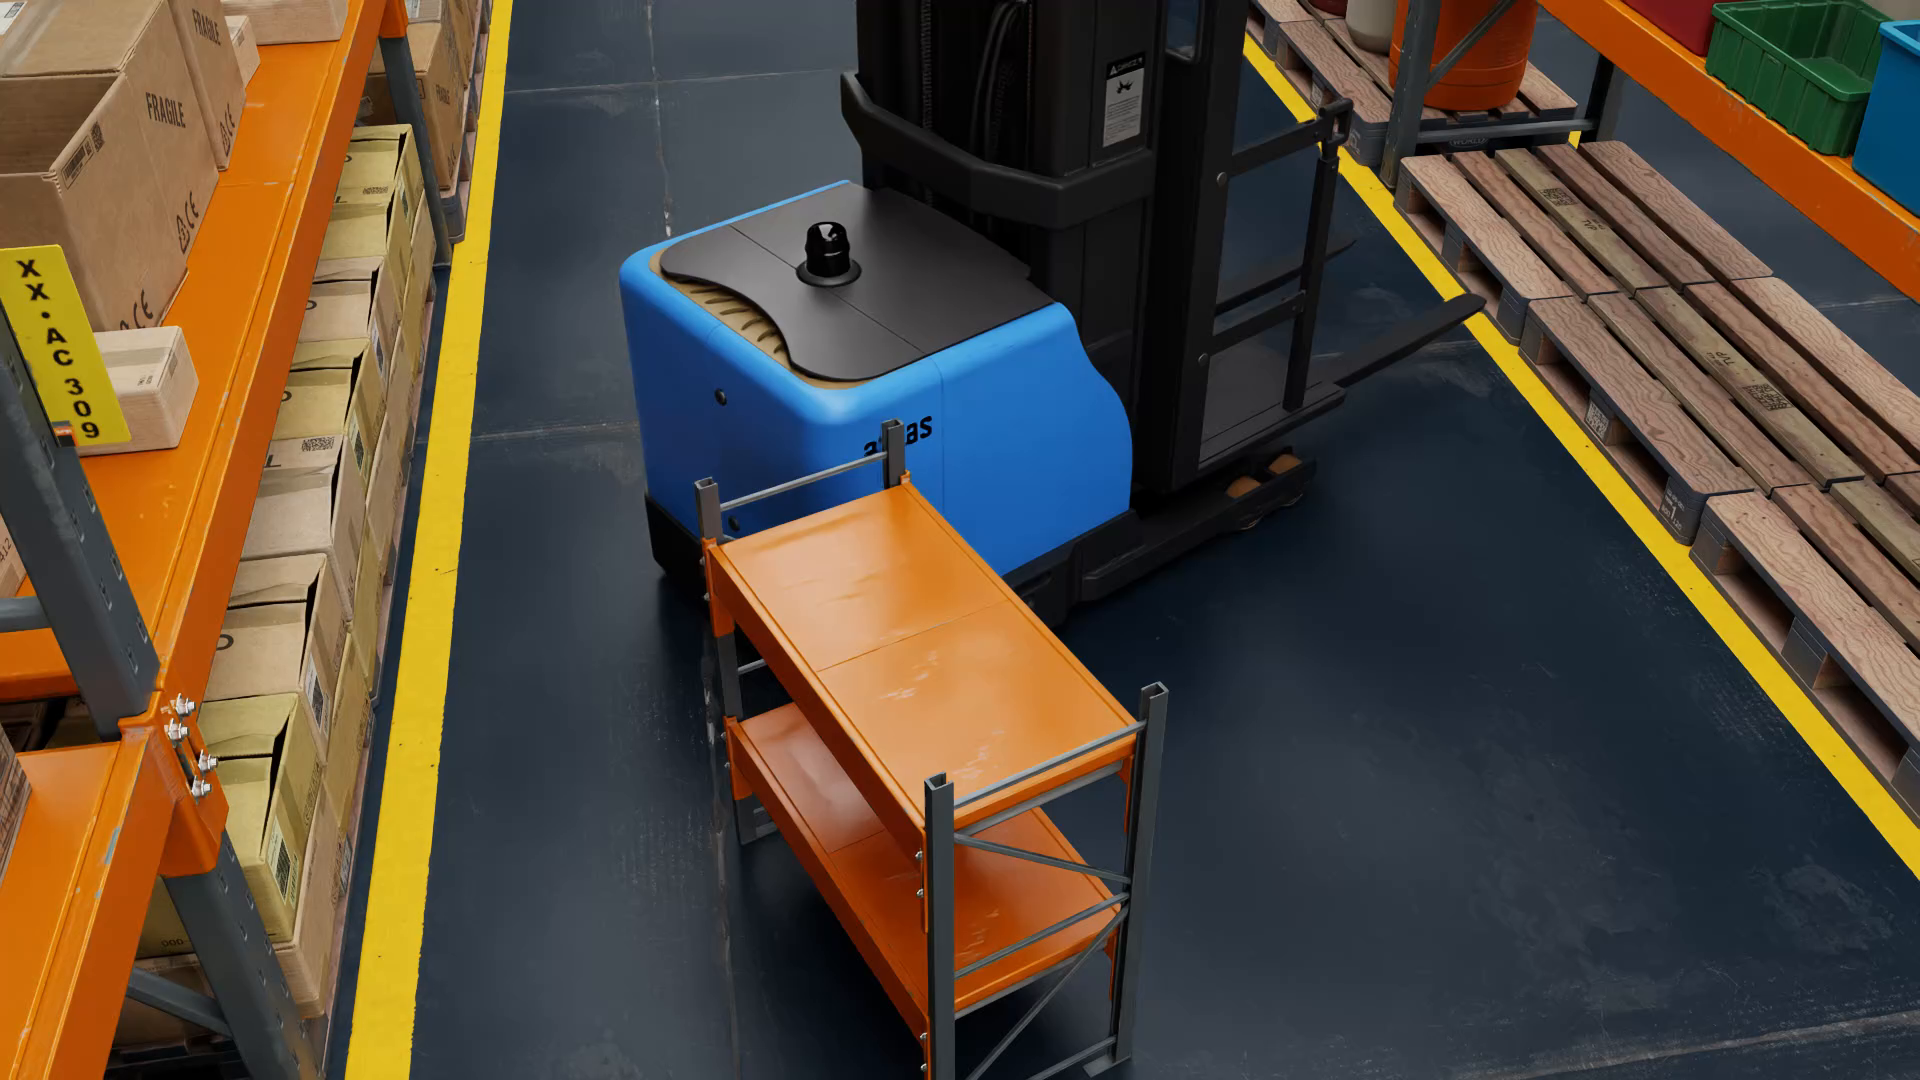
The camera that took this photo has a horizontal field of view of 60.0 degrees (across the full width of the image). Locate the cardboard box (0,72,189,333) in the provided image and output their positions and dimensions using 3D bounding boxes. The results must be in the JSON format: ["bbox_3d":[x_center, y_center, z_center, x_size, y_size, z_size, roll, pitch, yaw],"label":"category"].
[{"bbox_3d":[-2.048,-0.662,3.576,0.500,0.500,0.500,-4,38,-5],"label":"cardboard box"}]

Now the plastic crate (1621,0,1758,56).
[{"bbox_3d":[2.321,-1.802,5.072,0.402,0.464,0.583,-6,38,-8],"label":"plastic crate"}]

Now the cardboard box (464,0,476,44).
[{"bbox_3d":[-2.613,-2.681,7.935,0.500,0.500,0.500,-7,38,-9],"label":"cardboard box"}]

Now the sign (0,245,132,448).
[{"bbox_3d":[-1.291,-0.273,2.386,0.100,0.325,0.005,-6,38,-8],"label":"sign"}]

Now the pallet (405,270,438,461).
[{"bbox_3d":[-2.432,-0.652,5.918,1.003,0.211,1.213,-6,38,-8],"label":"pallet"}]

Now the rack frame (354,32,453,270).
[{"bbox_3d":[-2.538,-2.255,5.708,1.000,3.000,0.127,-6,38,-8],"label":"rack frame"}]

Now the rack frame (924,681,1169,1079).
[{"bbox_3d":[0.161,0.790,3.316,0.500,1.125,0.032,-20,42,-23],"label":"rack frame"}]

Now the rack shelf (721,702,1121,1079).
[{"bbox_3d":[-0.094,0.714,3.813,0.538,0.278,1.000,-20,42,-23],"label":"rack shelf"}]

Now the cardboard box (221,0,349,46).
[{"bbox_3d":[-2.108,-1.642,5.124,0.380,0.149,0.250,-6,38,-8],"label":"cardboard box"}]

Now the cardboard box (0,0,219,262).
[{"bbox_3d":[-2.135,-0.965,3.965,0.500,0.500,0.500,-6,38,-8],"label":"cardboard box"}]

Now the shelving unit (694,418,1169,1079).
[{"bbox_3d":[-0.094,0.521,3.663,0.538,1.125,1.048,-20,42,-23],"label":"shelving unit"}]

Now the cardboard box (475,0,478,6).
[{"bbox_3d":[-2.705,-2.988,8.330,0.500,0.500,0.500,-6,38,-7],"label":"cardboard box"}]

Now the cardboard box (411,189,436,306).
[{"bbox_3d":[-2.206,-1.043,6.047,0.500,0.250,0.500,-5,38,-7],"label":"cardboard box"}]

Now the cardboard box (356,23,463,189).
[{"bbox_3d":[-2.336,-1.747,6.733,0.500,0.500,0.500,-5,38,-6],"label":"cardboard box"}]

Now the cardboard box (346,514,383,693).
[{"bbox_3d":[-1.845,0.189,4.460,0.500,0.250,0.500,-7,38,-9],"label":"cardboard box"}]

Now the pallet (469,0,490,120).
[{"bbox_3d":[-2.842,-2.344,8.095,1.003,0.211,1.213,-6,38,-8],"label":"pallet"}]

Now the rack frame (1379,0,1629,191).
[{"bbox_3d":[2.339,-2.785,6.390,1.000,3.000,0.127,-6,38,-8],"label":"rack frame"}]

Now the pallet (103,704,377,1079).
[{"bbox_3d":[-2.004,0.821,4.021,1.003,0.211,1.213,-6,38,-8],"label":"pallet"}]

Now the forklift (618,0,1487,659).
[{"bbox_3d":[0.522,-1.418,4.687,3.031,2.935,1.130,-27,45,-30],"label":"forklift"}]

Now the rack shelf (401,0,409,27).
[{"bbox_3d":[-2.889,-3.179,7.483,1.077,0.370,4.000,-6,38,-8],"label":"rack shelf"}]

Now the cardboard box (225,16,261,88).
[{"bbox_3d":[-2.259,-1.392,4.801,0.380,0.149,0.250,-4,38,-5],"label":"cardboard box"}]

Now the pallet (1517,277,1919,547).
[{"bbox_3d":[2.647,-0.477,5.692,1.003,0.211,1.213,-6,38,-8],"label":"pallet"}]

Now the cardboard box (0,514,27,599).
[{"bbox_3d":[-1.966,-0.072,3.020,0.500,0.250,0.500,-4,38,-5],"label":"cardboard box"}]

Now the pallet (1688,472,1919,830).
[{"bbox_3d":[2.865,0.262,4.741,1.003,0.211,1.213,-6,38,-8],"label":"pallet"}]

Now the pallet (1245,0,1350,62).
[{"bbox_3d":[1.950,-2.891,8.800,1.003,0.211,1.213,-6,38,-8],"label":"pallet"}]

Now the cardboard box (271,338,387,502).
[{"bbox_3d":[-1.935,-0.345,4.691,0.500,0.311,0.500,-5,38,-7],"label":"cardboard box"}]

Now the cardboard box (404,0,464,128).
[{"bbox_3d":[-2.434,-2.063,7.139,0.500,0.500,0.500,-8,38,-10],"label":"cardboard box"}]

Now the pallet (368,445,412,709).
[{"bbox_3d":[-2.222,0.083,4.971,1.003,0.211,1.213,-6,38,-8],"label":"pallet"}]

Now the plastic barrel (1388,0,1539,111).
[{"bbox_3d":[2.237,-2.388,7.305,0.600,0.830,0.708,-6,38,-8],"label":"plastic barrel"}]

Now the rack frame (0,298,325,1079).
[{"bbox_3d":[-1.840,0.161,2.597,0.949,2.616,0.053,-6,38,-8],"label":"rack frame"}]

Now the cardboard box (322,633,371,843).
[{"bbox_3d":[-1.752,0.502,4.058,0.500,0.250,0.500,-5,38,-7],"label":"cardboard box"}]

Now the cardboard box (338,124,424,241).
[{"bbox_3d":[-2.204,-1.267,5.877,0.500,0.311,0.500,-5,38,-7],"label":"cardboard box"}]

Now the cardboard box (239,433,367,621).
[{"bbox_3d":[-1.838,-0.032,4.288,0.500,0.311,0.500,-7,38,-9],"label":"cardboard box"}]

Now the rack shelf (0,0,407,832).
[{"bbox_3d":[-2.187,-0.763,4.373,1.077,0.370,4.000,-6,38,-8],"label":"rack shelf"}]

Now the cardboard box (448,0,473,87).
[{"bbox_3d":[-2.517,-2.366,7.530,0.500,0.500,0.500,-7,38,-9],"label":"cardboard box"}]

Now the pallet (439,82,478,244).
[{"bbox_3d":[-2.632,-1.609,7.149,1.003,0.211,1.213,-6,38,-8],"label":"pallet"}]

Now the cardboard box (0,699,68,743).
[{"bbox_3d":[-2.287,0.332,3.819,0.500,0.311,0.500,-5,38,-7],"label":"cardboard box"}]

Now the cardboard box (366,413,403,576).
[{"bbox_3d":[-1.934,-0.118,4.856,0.500,0.250,0.500,-6,38,-7],"label":"cardboard box"}]

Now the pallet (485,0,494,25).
[{"bbox_3d":[-3.059,-3.082,9.046,1.003,0.211,1.213,-6,38,-8],"label":"pallet"}]

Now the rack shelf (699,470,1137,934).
[{"bbox_3d":[-0.094,0.290,3.483,0.538,0.278,1.000,-20,42,-23],"label":"rack shelf"}]

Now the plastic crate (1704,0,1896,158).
[{"bbox_3d":[2.457,-1.307,4.660,0.450,0.188,0.662,-6,38,-8],"label":"plastic crate"}]

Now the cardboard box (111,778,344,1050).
[{"bbox_3d":[-1.664,0.811,3.660,0.500,0.250,0.500,-7,38,-9],"label":"cardboard box"}]

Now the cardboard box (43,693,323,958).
[{"bbox_3d":[-1.664,0.583,3.496,0.500,0.311,0.500,-6,38,-8],"label":"cardboard box"}]

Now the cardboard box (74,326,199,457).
[{"bbox_3d":[-1.791,-0.297,3.392,0.380,0.149,0.250,-6,38,-8],"label":"cardboard box"}]

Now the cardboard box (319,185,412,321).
[{"bbox_3d":[-2.106,-0.953,5.474,0.500,0.311,0.500,-7,38,-9],"label":"cardboard box"}]

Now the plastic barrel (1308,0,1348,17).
[{"bbox_3d":[2.039,-2.975,8.257,0.600,0.588,0.708,-6,38,-8],"label":"plastic barrel"}]

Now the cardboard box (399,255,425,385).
[{"bbox_3d":[-2.112,-0.732,5.647,0.500,0.250,0.500,-7,38,-8],"label":"cardboard box"}]

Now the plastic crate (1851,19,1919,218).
[{"bbox_3d":[2.541,-0.996,4.100,0.392,0.384,0.575,-6,38,-8],"label":"plastic crate"}]

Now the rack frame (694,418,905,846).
[{"bbox_3d":[-0.349,0.251,4.010,0.500,1.125,0.032,-20,42,-23],"label":"rack frame"}]

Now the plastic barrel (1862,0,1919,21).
[{"bbox_3d":[2.884,-1.729,4.920,0.433,0.535,0.433,0,38,0],"label":"plastic barrel"}]

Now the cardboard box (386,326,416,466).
[{"bbox_3d":[-2.027,-0.428,5.255,0.500,0.250,0.500,-5,38,-7],"label":"cardboard box"}]

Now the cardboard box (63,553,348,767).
[{"bbox_3d":[-1.747,0.280,3.886,0.500,0.311,0.500,-7,38,-8],"label":"cardboard box"}]

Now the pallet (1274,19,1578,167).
[{"bbox_3d":[2.160,-2.156,7.853,1.003,0.211,1.213,-6,38,-8],"label":"pallet"}]

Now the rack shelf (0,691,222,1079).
[{"bbox_3d":[-1.486,1.653,1.263,1.077,0.370,4.000,-6,38,-8],"label":"rack shelf"}]

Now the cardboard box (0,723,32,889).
[{"bbox_3d":[-1.753,0.389,2.223,0.700,0.500,0.500,-7,38,-9],"label":"cardboard box"}]

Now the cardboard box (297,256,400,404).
[{"bbox_3d":[-2.020,-0.648,5.081,0.500,0.311,0.500,-6,38,-8],"label":"cardboard box"}]

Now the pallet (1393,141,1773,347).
[{"bbox_3d":[2.437,-1.212,6.638,1.003,0.211,1.213,-6,38,-8],"label":"pallet"}]

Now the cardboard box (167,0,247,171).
[{"bbox_3d":[-2.228,-1.283,4.375,0.500,0.500,0.500,-8,39,-10],"label":"cardboard box"}]
